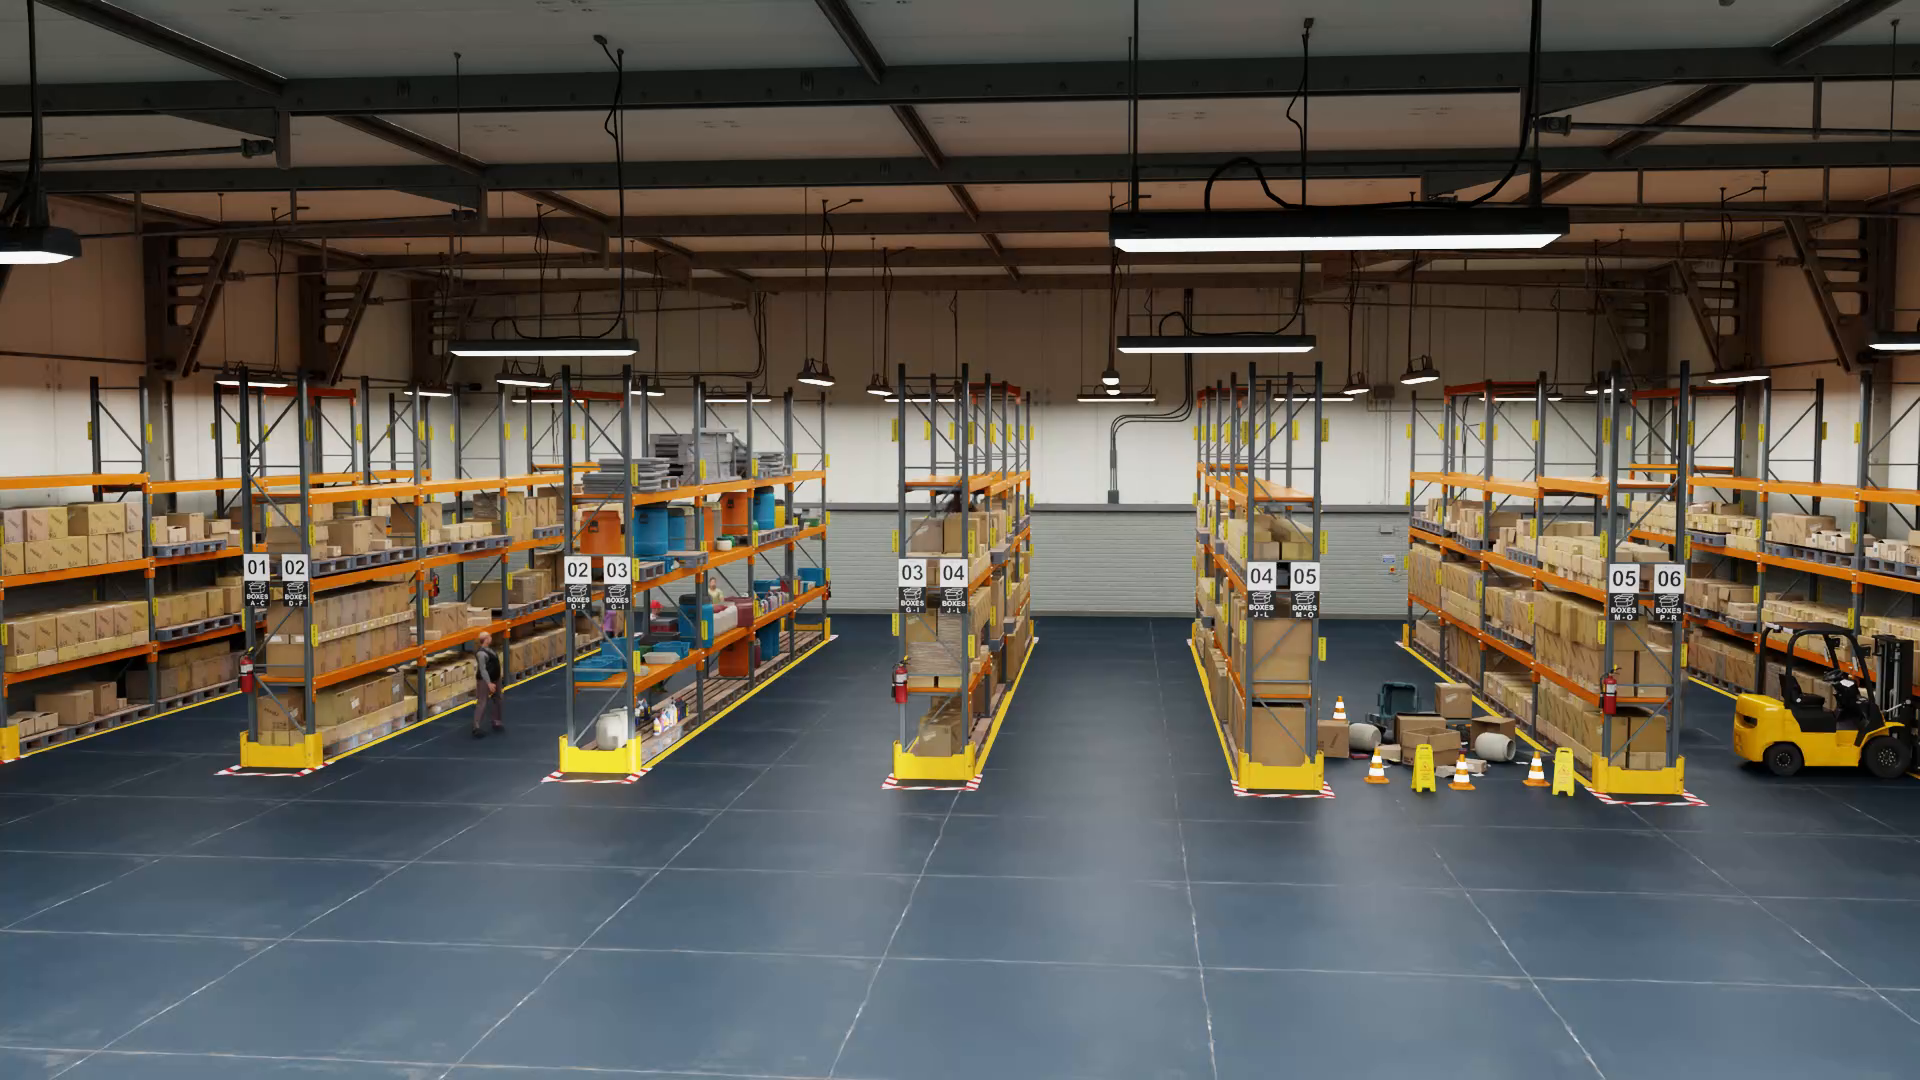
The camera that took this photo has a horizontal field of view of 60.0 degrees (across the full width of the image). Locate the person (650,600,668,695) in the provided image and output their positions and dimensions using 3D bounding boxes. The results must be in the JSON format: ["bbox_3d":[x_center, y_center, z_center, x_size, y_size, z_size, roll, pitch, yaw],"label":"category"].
[{"bbox_3d":[-5.816,2.050,31.919,0.401,1.791,0.605,-2,4,-24],"label":"person"}]

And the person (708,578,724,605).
[{"bbox_3d":[-5.756,1.685,38.830,0.560,1.615,1.028,1,4,15],"label":"person"}]

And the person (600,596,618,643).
[{"bbox_3d":[-7.467,1.951,35.295,0.319,1.617,0.479,1,4,10],"label":"person"}]

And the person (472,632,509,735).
[{"bbox_3d":[-7.846,2.392,27.745,0.510,1.757,0.684,1,4,13],"label":"person"}]

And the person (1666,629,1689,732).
[{"bbox_3d":[12.046,2.342,28.118,0.555,1.713,0.569,-3,4,-35],"label":"person"}]
